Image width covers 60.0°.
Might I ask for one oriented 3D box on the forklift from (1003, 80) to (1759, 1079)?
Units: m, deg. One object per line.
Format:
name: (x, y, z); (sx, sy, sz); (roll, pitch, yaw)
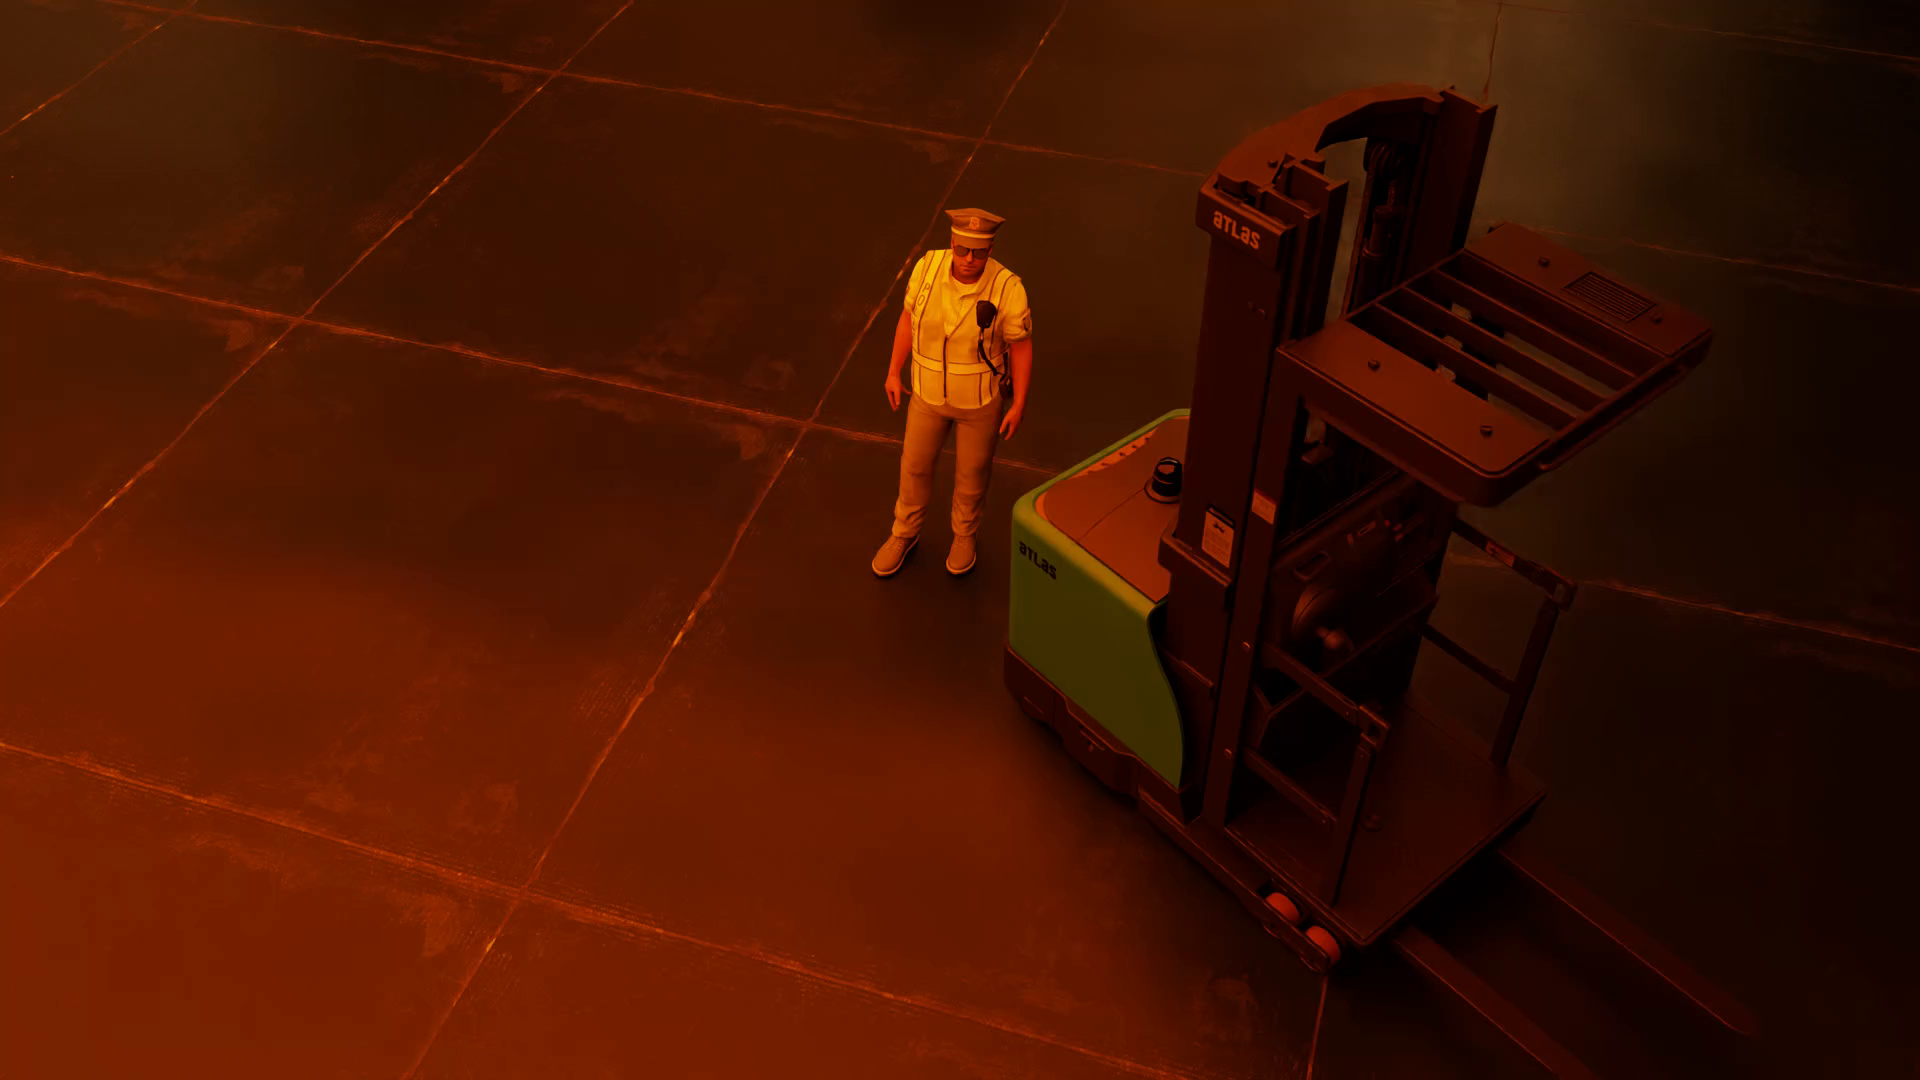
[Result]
forklift: (1.518, 0.122, 5.557); (1.130, 2.935, 3.031); (-30, 51, -28)

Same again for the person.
person: (-0.035, -0.609, 7.178); (0.640, 1.777, 0.575); (12, 44, 13)
